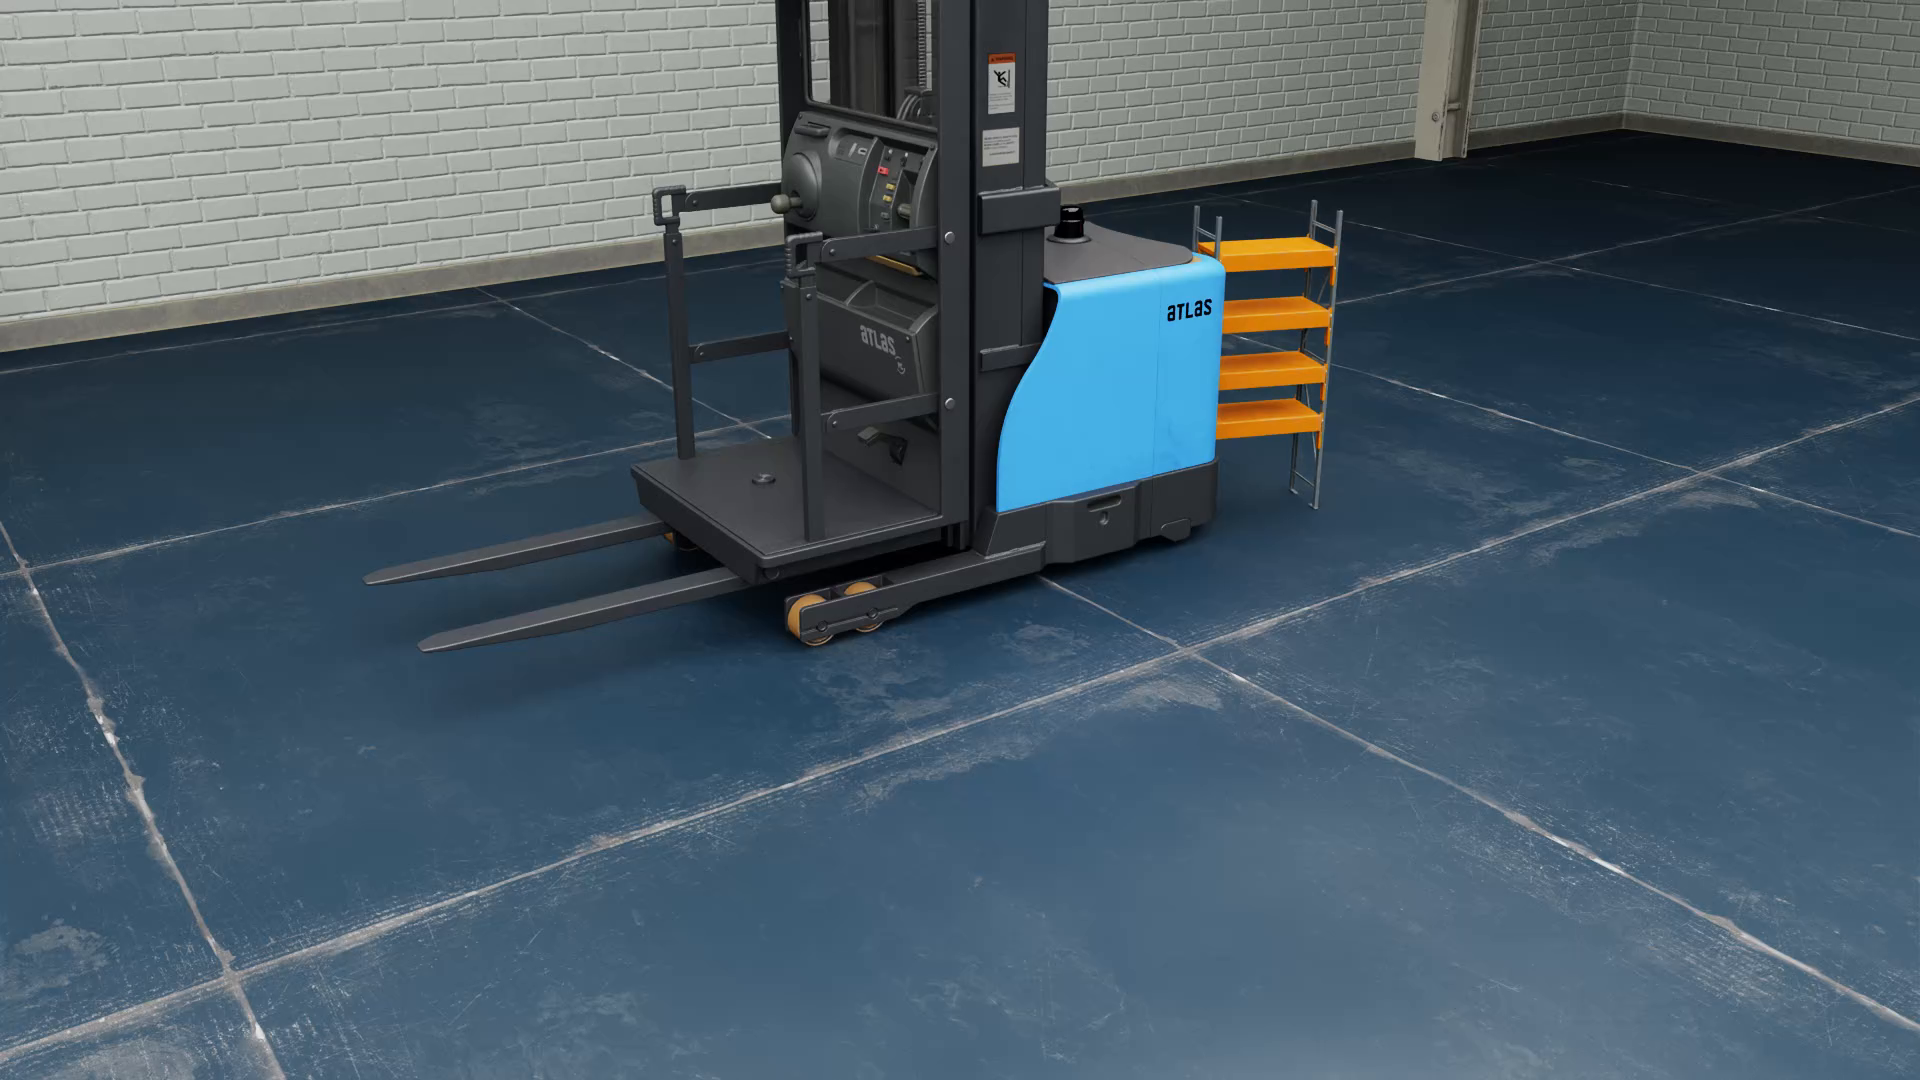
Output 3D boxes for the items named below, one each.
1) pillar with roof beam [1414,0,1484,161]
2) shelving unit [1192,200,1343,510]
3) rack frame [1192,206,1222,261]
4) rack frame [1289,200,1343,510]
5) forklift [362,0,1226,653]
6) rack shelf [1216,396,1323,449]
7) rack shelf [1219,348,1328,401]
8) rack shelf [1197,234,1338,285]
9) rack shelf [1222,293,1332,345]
[{"bbox_3d":[6.873,-6.369,10.217,0.400,9.000,9.100,-15,26,-33],"label":"pillar with roof beam"},{"bbox_3d":[1.169,-0.701,6.533,0.503,1.200,0.258,-5,22,-13],"label":"shelving unit"},{"bbox_3d":[0.933,-0.678,6.477,0.015,1.200,0.240,-5,22,-13],"label":"rack frame"},{"bbox_3d":[1.405,-0.723,6.589,0.015,1.200,0.240,-5,22,-13],"label":"rack frame"},{"bbox_3d":[-0.525,-1.233,5.533,3.031,2.935,1.130,-14,26,-31],"label":"forklift"},{"bbox_3d":[1.169,-0.454,6.632,0.480,0.148,0.258,-5,22,-13],"label":"rack shelf"},{"bbox_3d":[1.169,-0.638,6.558,0.480,0.148,0.258,-5,22,-13],"label":"rack shelf"},{"bbox_3d":[1.169,-1.065,6.387,0.480,0.148,0.258,-5,22,-13],"label":"rack shelf"},{"bbox_3d":[1.169,-0.846,6.475,0.480,0.148,0.258,-5,22,-13],"label":"rack shelf"}]
